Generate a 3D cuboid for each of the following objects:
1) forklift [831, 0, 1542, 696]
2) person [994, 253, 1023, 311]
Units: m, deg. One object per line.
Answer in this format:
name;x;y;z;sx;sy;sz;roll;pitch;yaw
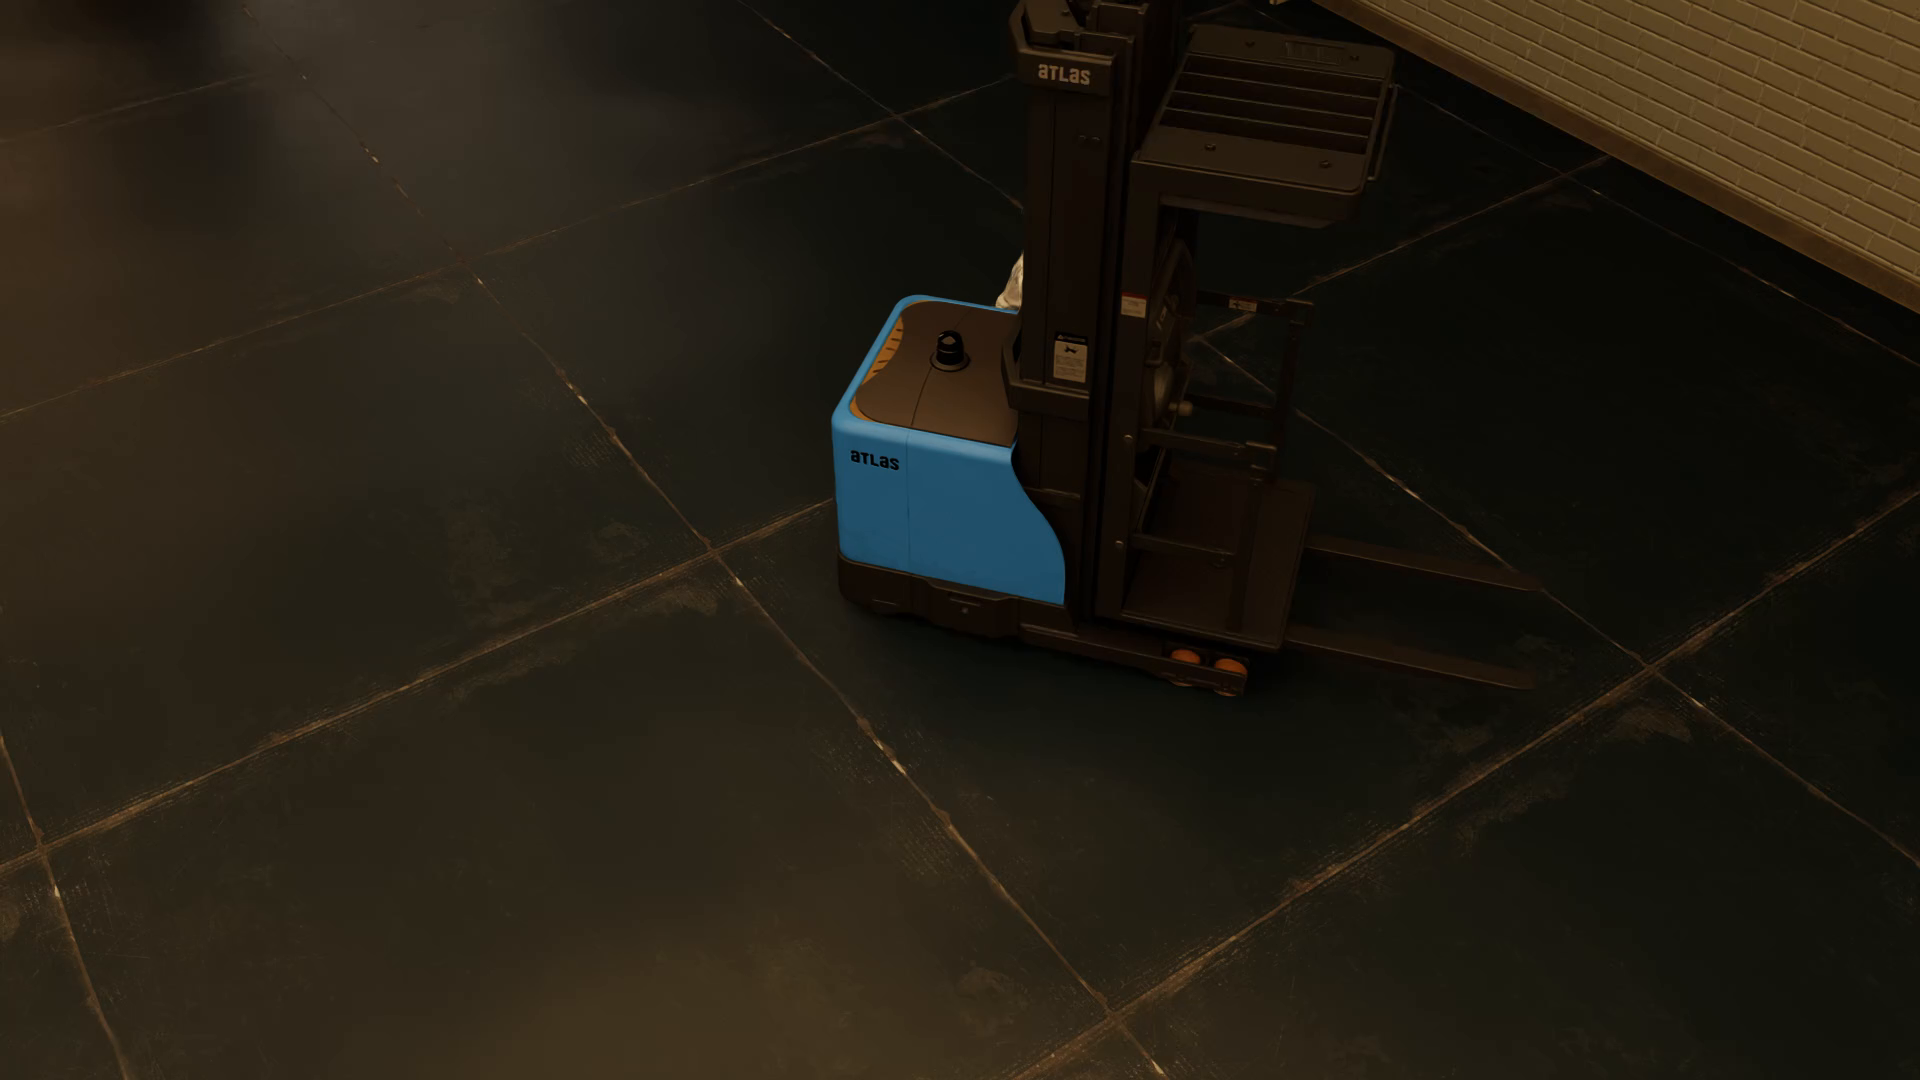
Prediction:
forklift;1.026;-0.811;6.595;3.031;2.935;1.130;12;44;12
person;0.552;-1.060;8.060;0.687;1.360;1.308;33;52;31
